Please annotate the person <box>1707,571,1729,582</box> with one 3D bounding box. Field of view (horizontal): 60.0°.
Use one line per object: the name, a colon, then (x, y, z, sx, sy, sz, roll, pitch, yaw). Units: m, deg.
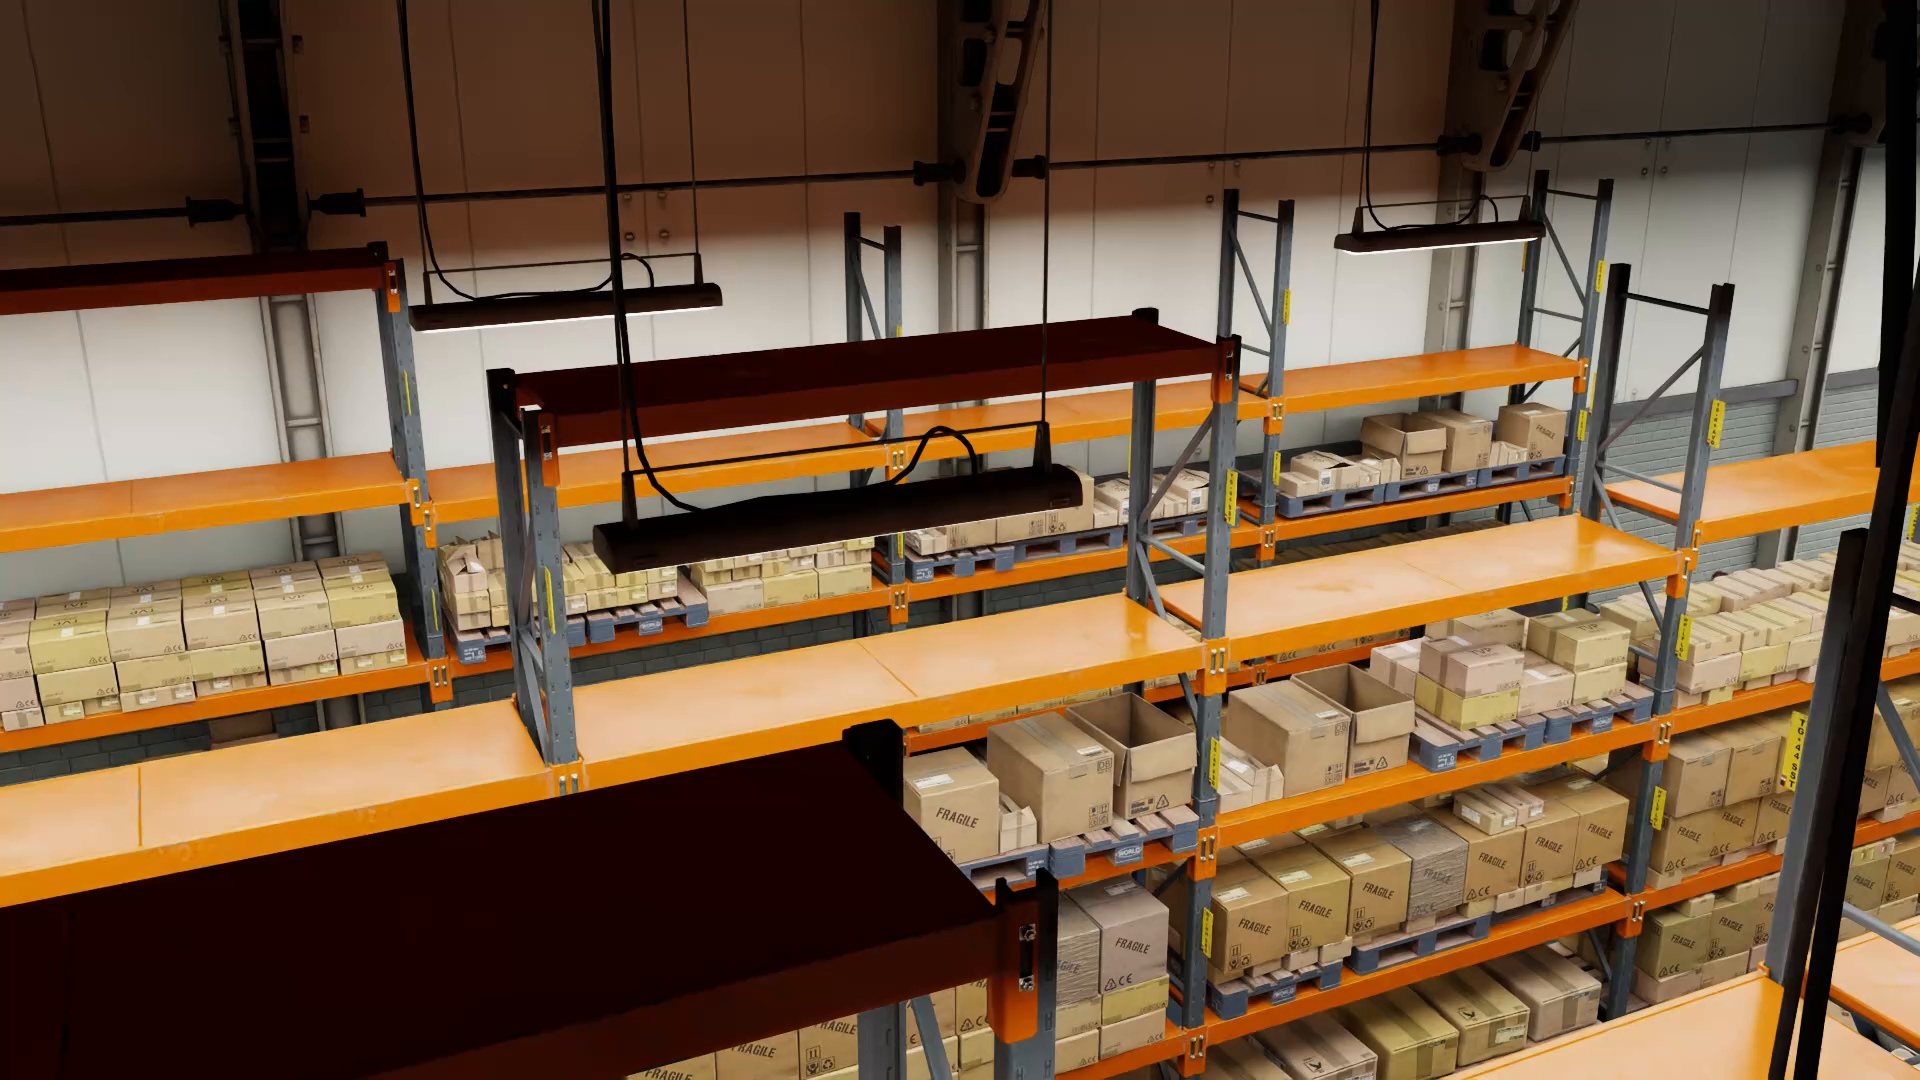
person: (8.566, 1.138, 18.929, 0.442, 1.640, 0.868, -16, 24, -39)
